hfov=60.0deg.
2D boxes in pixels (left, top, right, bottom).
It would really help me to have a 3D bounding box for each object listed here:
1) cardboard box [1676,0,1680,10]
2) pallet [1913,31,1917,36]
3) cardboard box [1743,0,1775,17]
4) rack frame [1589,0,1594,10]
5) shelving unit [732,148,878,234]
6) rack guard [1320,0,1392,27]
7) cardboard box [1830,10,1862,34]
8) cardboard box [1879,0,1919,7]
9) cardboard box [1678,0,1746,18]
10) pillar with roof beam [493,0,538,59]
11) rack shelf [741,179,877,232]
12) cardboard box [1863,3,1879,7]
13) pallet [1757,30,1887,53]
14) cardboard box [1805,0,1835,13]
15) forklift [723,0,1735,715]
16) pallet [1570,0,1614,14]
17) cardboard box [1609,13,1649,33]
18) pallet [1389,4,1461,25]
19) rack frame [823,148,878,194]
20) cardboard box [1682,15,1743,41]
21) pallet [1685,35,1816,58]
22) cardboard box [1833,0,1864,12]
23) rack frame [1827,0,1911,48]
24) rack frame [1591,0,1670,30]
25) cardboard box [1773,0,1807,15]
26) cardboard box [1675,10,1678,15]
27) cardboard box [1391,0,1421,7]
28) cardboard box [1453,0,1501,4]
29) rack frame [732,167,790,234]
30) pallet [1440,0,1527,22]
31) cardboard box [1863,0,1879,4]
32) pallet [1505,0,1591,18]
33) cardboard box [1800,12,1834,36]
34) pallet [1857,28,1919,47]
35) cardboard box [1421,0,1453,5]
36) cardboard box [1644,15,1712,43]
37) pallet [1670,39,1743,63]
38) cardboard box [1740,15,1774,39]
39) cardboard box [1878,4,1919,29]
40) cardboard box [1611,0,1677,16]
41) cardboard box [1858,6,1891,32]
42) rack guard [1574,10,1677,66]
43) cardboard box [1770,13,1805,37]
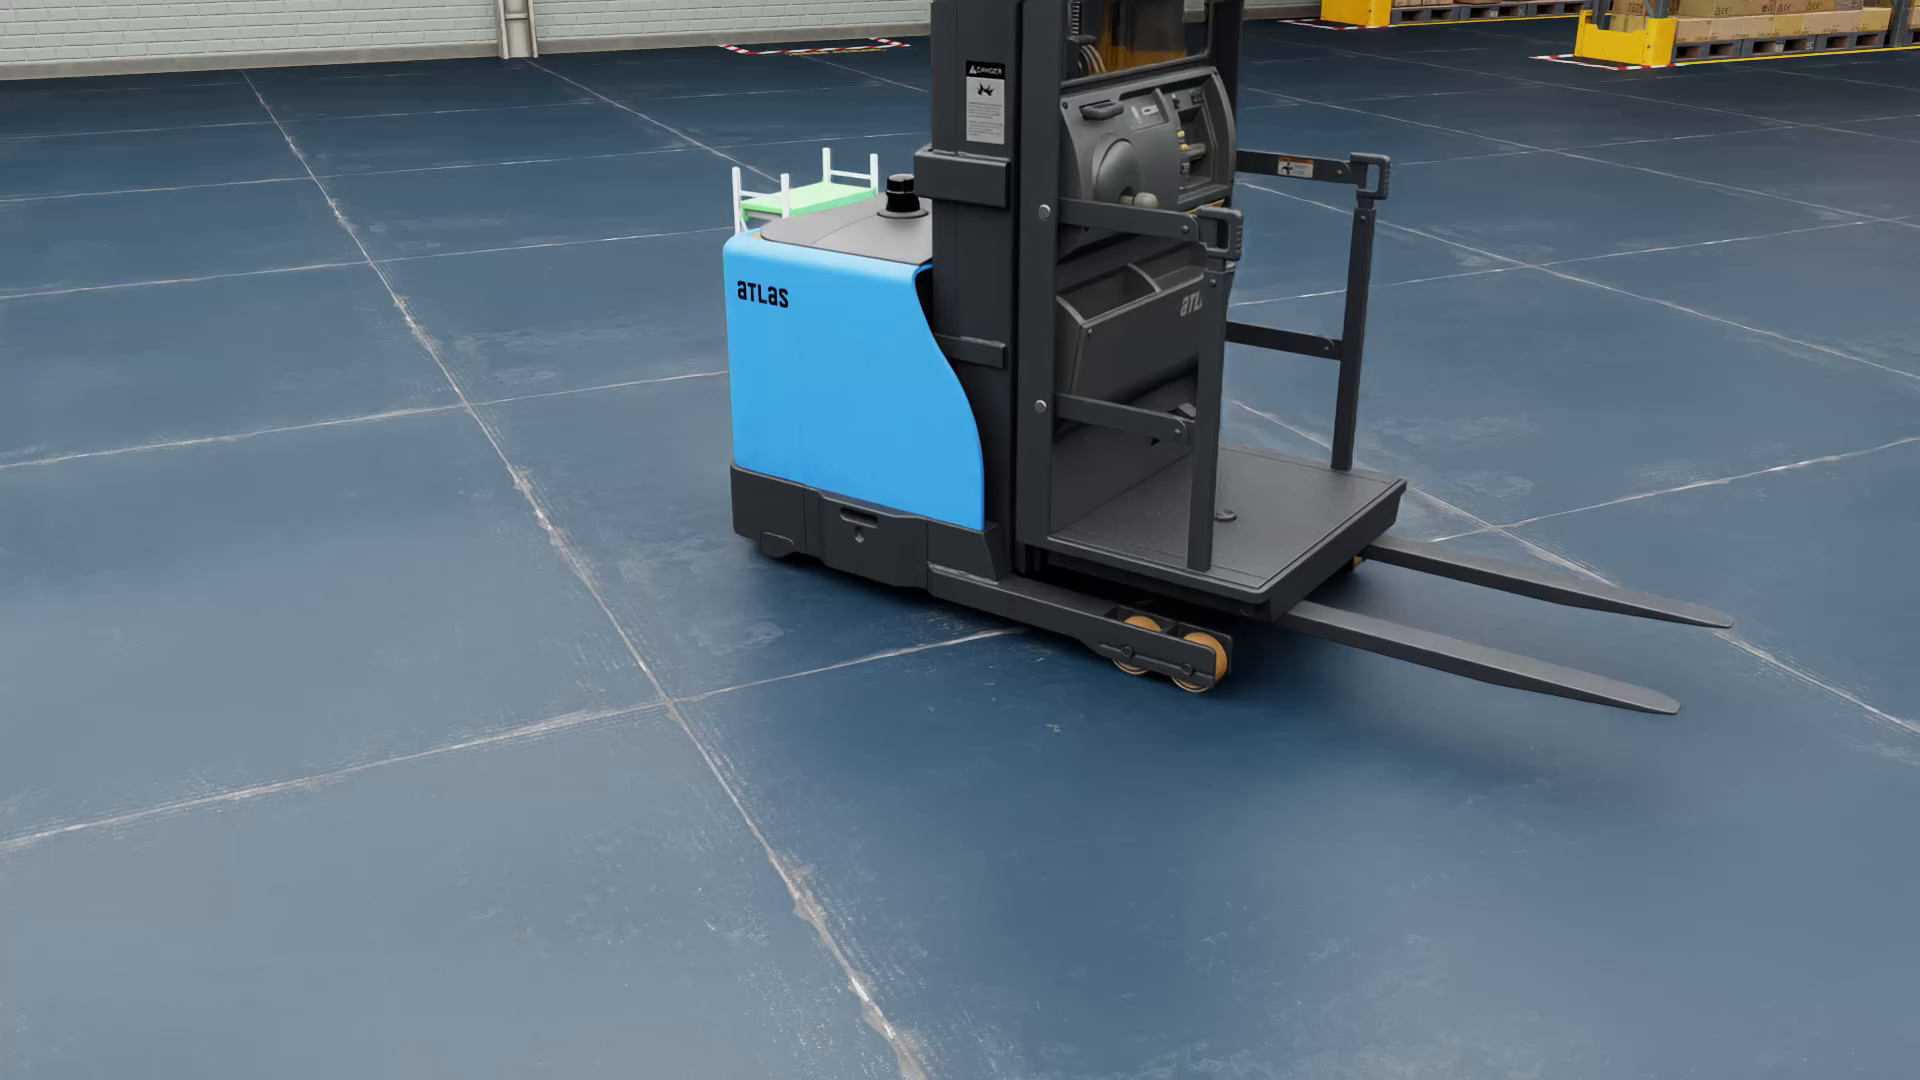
[{"bbox_3d":[8.825,-6.509,19.619,0.500,0.500,0.500,-10,25,-24],"label":"cardboard box"},{"bbox_3d":[12.928,-6.592,21.398,1.213,0.211,1.003,-10,25,-24],"label":"pallet"},{"bbox_3d":[9.050,-6.330,19.186,0.500,0.500,0.500,-10,25,-24],"label":"cardboard box"},{"bbox_3d":[9.028,-9.247,24.167,0.127,3.000,1.000,-10,25,-24],"label":"rack frame"},{"bbox_3d":[-0.537,-0.772,6.046,0.258,1.200,0.503,15,27,32],"label":"shelving unit"},{"bbox_3d":[5.493,-7.441,23.073,0.348,0.500,1.175,-10,25,-24],"label":"rack guard"},{"bbox_3d":[10.402,-6.232,19.930,0.500,0.250,0.500,-10,25,-24],"label":"cardboard box"},{"bbox_3d":[11.661,-6.706,20.341,0.500,0.311,0.500,-10,25,-23],"label":"cardboard box"},{"bbox_3d":[8.605,-6.243,18.975,0.500,0.500,0.500,-10,25,-24],"label":"cardboard box"},{"bbox_3d":[-3.266,-8.295,14.025,0.400,9.000,9.100,-10,25,-24],"label":"pillar with roof beam"},{"bbox_3d":[-0.537,-1.156,5.886,0.258,0.148,0.480,15,27,32],"label":"rack shelf"},{"bbox_3d":[11.428,-6.633,20.897,0.500,0.250,0.500,-11,25,-24],"label":"cardboard box"},{"bbox_3d":[10.445,-6.135,20.294,1.213,0.211,1.003,-10,25,-24],"label":"pallet"},{"bbox_3d":[9.953,-6.495,19.585,0.500,0.500,0.500,-10,25,-24],"label":"cardboard box"},{"bbox_3d":[0.728,-1.154,4.705,3.031,2.935,1.130,15,27,32],"label":"forklift"},{"bbox_3d":[9.729,-8.088,25.014,1.213,0.211,1.003,-10,25,-24],"label":"pallet"},{"bbox_3d":[7.931,-5.991,19.348,0.500,0.250,0.500,-10,25,-24],"label":"cardboard box"},{"bbox_3d":[6.240,-7.430,23.424,1.213,0.211,1.003,-10,25,-24],"label":"pallet"},{"bbox_3d":[-0.397,-0.848,6.230,0.240,1.200,0.015,15,27,32],"label":"rack frame"},{"bbox_3d":[8.605,-5.897,19.120,0.500,0.250,0.500,-10,25,-24],"label":"cardboard box"},{"bbox_3d":[9.345,-5.931,19.801,1.213,0.211,1.003,-10,25,-24],"label":"pallet"},{"bbox_3d":[10.401,-6.579,19.788,0.500,0.500,0.500,-10,25,-24],"label":"cardboard box"},{"bbox_3d":[11.180,-7.540,20.044,0.127,3.000,1.000,-10,25,-24],"label":"rack frame"},{"bbox_3d":[7.576,-6.877,18.441,0.127,3.000,1.000,-10,25,-24],"label":"rack frame"},{"bbox_3d":[9.508,-6.407,19.372,0.500,0.500,0.500,-10,25,-24],"label":"cardboard box"},{"bbox_3d":[8.376,-6.078,19.558,0.500,0.250,0.500,-10,25,-24],"label":"cardboard box"},{"bbox_3d":[6.087,-7.628,23.197,0.500,0.311,0.500,-14,26,-30],"label":"cardboard box"},{"bbox_3d":[7.283,-7.915,23.641,0.500,0.500,0.700,-12,25,-27],"label":"cardboard box"},{"bbox_3d":[-0.677,-0.695,5.861,0.240,1.200,0.015,15,27,32],"label":"rack frame"},{"bbox_3d":[7.338,-7.631,23.909,1.213,0.211,1.003,-10,25,-24],"label":"pallet"},{"bbox_3d":[11.421,-6.889,20.784,0.500,0.311,0.500,-10,25,-24],"label":"cardboard box"},{"bbox_3d":[8.439,-7.835,24.402,1.213,0.211,1.003,-10,25,-24],"label":"pallet"},{"bbox_3d":[9.958,-6.144,19.717,0.500,0.250,0.500,-10,25,-24],"label":"cardboard box"},{"bbox_3d":[11.827,-6.388,20.905,1.213,0.211,1.003,-10,25,-24],"label":"pallet"},{"bbox_3d":[6.600,-7.723,23.425,0.500,0.311,0.500,-8,24,-19],"label":"cardboard box"},{"bbox_3d":[8.156,-5.813,18.917,0.500,0.250,0.500,-10,25,-24],"label":"cardboard box"},{"bbox_3d":[8.247,-5.730,19.316,1.213,0.211,1.003,-10,25,-24],"label":"pallet"},{"bbox_3d":[9.055,-5.980,19.320,0.500,0.250,0.500,-10,25,-24],"label":"cardboard box"},{"bbox_3d":[11.651,-6.446,20.445,0.500,0.250,0.500,-11,25,-25],"label":"cardboard box"},{"bbox_3d":[7.930,-6.338,19.206,0.500,0.500,0.500,-10,25,-24],"label":"cardboard box"},{"bbox_3d":[10.857,-6.312,20.122,0.500,0.250,0.500,-10,25,-24],"label":"cardboard box"},{"bbox_3d":[7.554,-5.718,18.910,0.348,0.500,1.175,-10,25,-24],"label":"rack guard"},{"bbox_3d":[9.508,-6.061,19.516,0.500,0.250,0.500,-10,25,-24],"label":"cardboard box"}]
